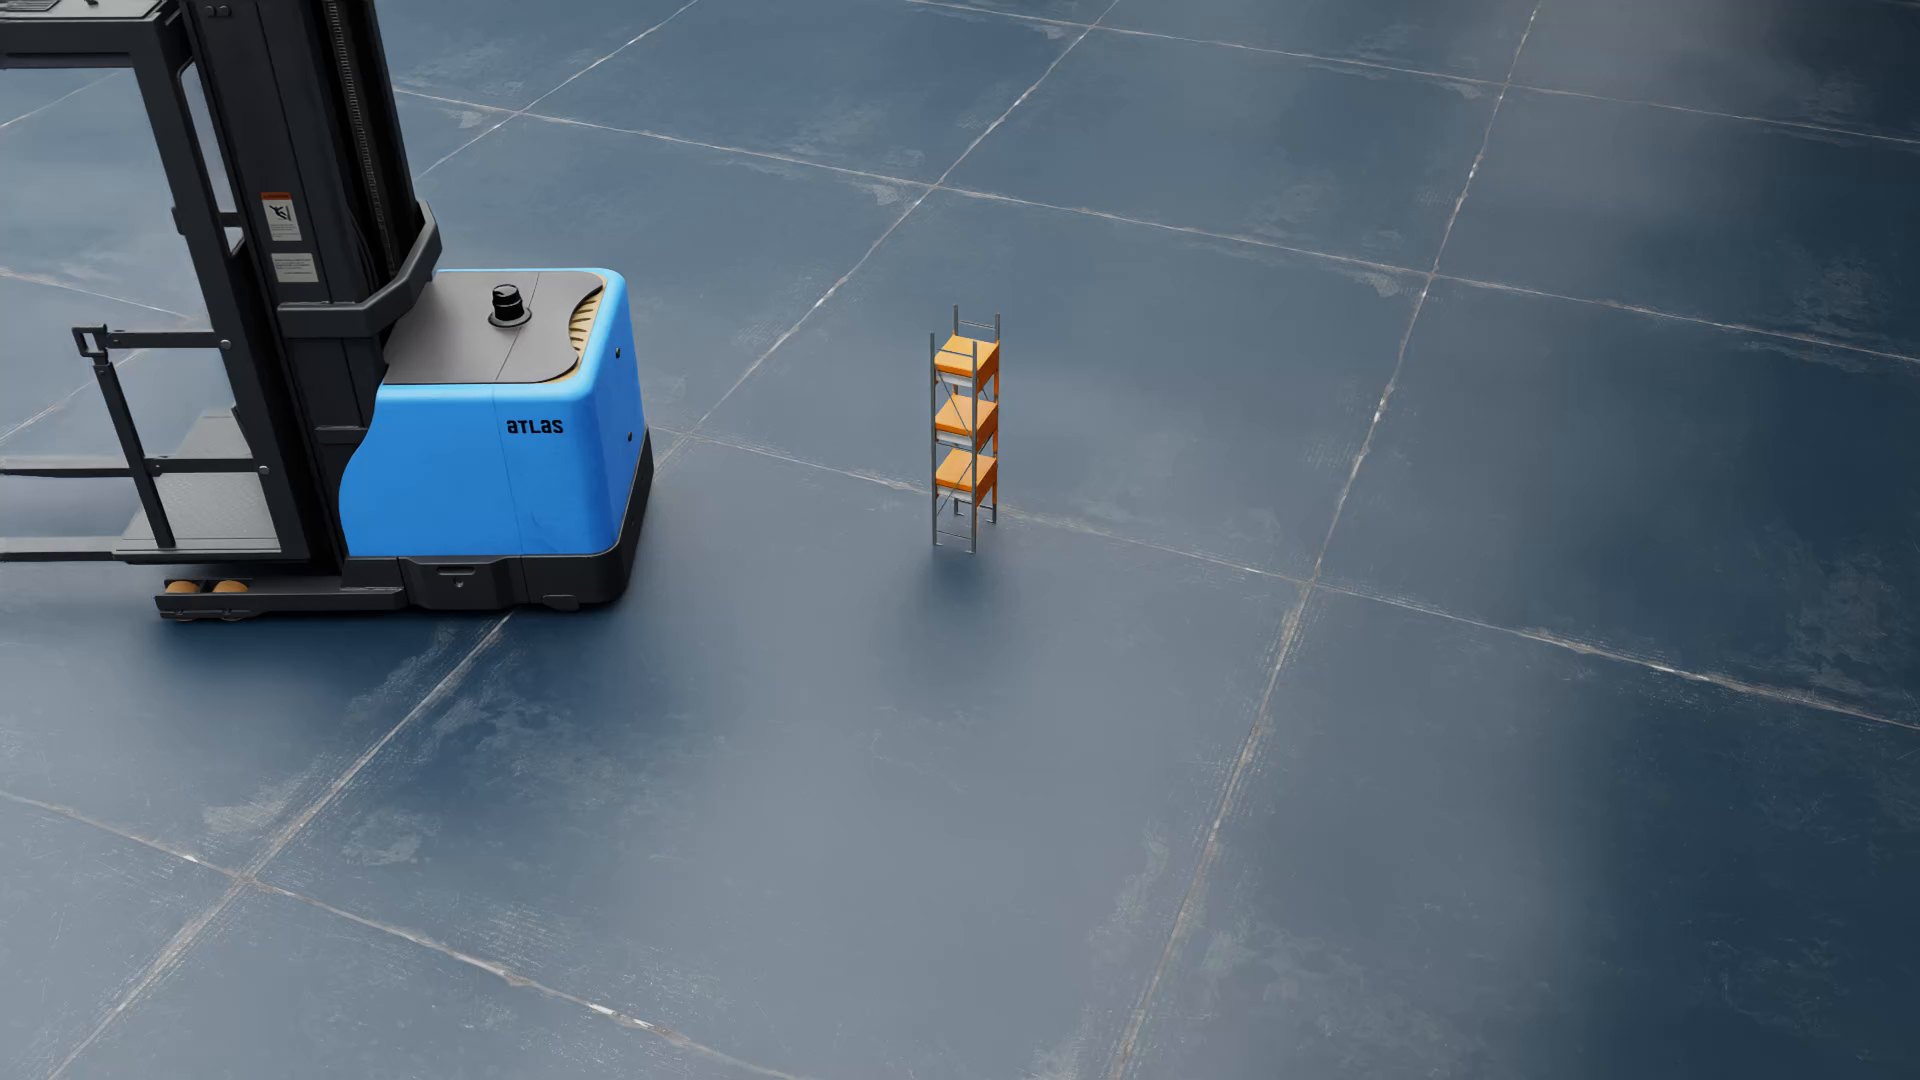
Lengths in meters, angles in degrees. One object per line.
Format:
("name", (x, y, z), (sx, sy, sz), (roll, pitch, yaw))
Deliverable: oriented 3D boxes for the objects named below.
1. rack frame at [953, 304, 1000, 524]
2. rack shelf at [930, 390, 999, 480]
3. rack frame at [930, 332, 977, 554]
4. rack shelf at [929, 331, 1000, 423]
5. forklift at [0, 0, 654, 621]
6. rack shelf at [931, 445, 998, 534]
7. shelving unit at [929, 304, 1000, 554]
("rack frame", (0.067, -0.518, 7.066), (0.200, 1.050, 0.008), (14, 39, 18))
("rack shelf", (0.020, -0.442, 6.982), (0.215, 0.259, 0.240), (14, 39, 18))
("rack frame", (-0.026, -0.383, 6.885), (0.200, 1.050, 0.008), (14, 39, 18))
("rack shelf", (0.020, -0.669, 6.812), (0.215, 0.259, 0.240), (14, 39, 18))
("forklift", (-2.897, -1.161, 6.355), (3.031, 2.935, 1.130), (-1, 37, -1))
("rack shelf", (0.020, -0.219, 7.148), (0.215, 0.259, 0.240), (14, 39, 18))
("shelving unit", (0.020, -0.450, 6.975), (0.215, 1.050, 0.252), (14, 39, 18))
